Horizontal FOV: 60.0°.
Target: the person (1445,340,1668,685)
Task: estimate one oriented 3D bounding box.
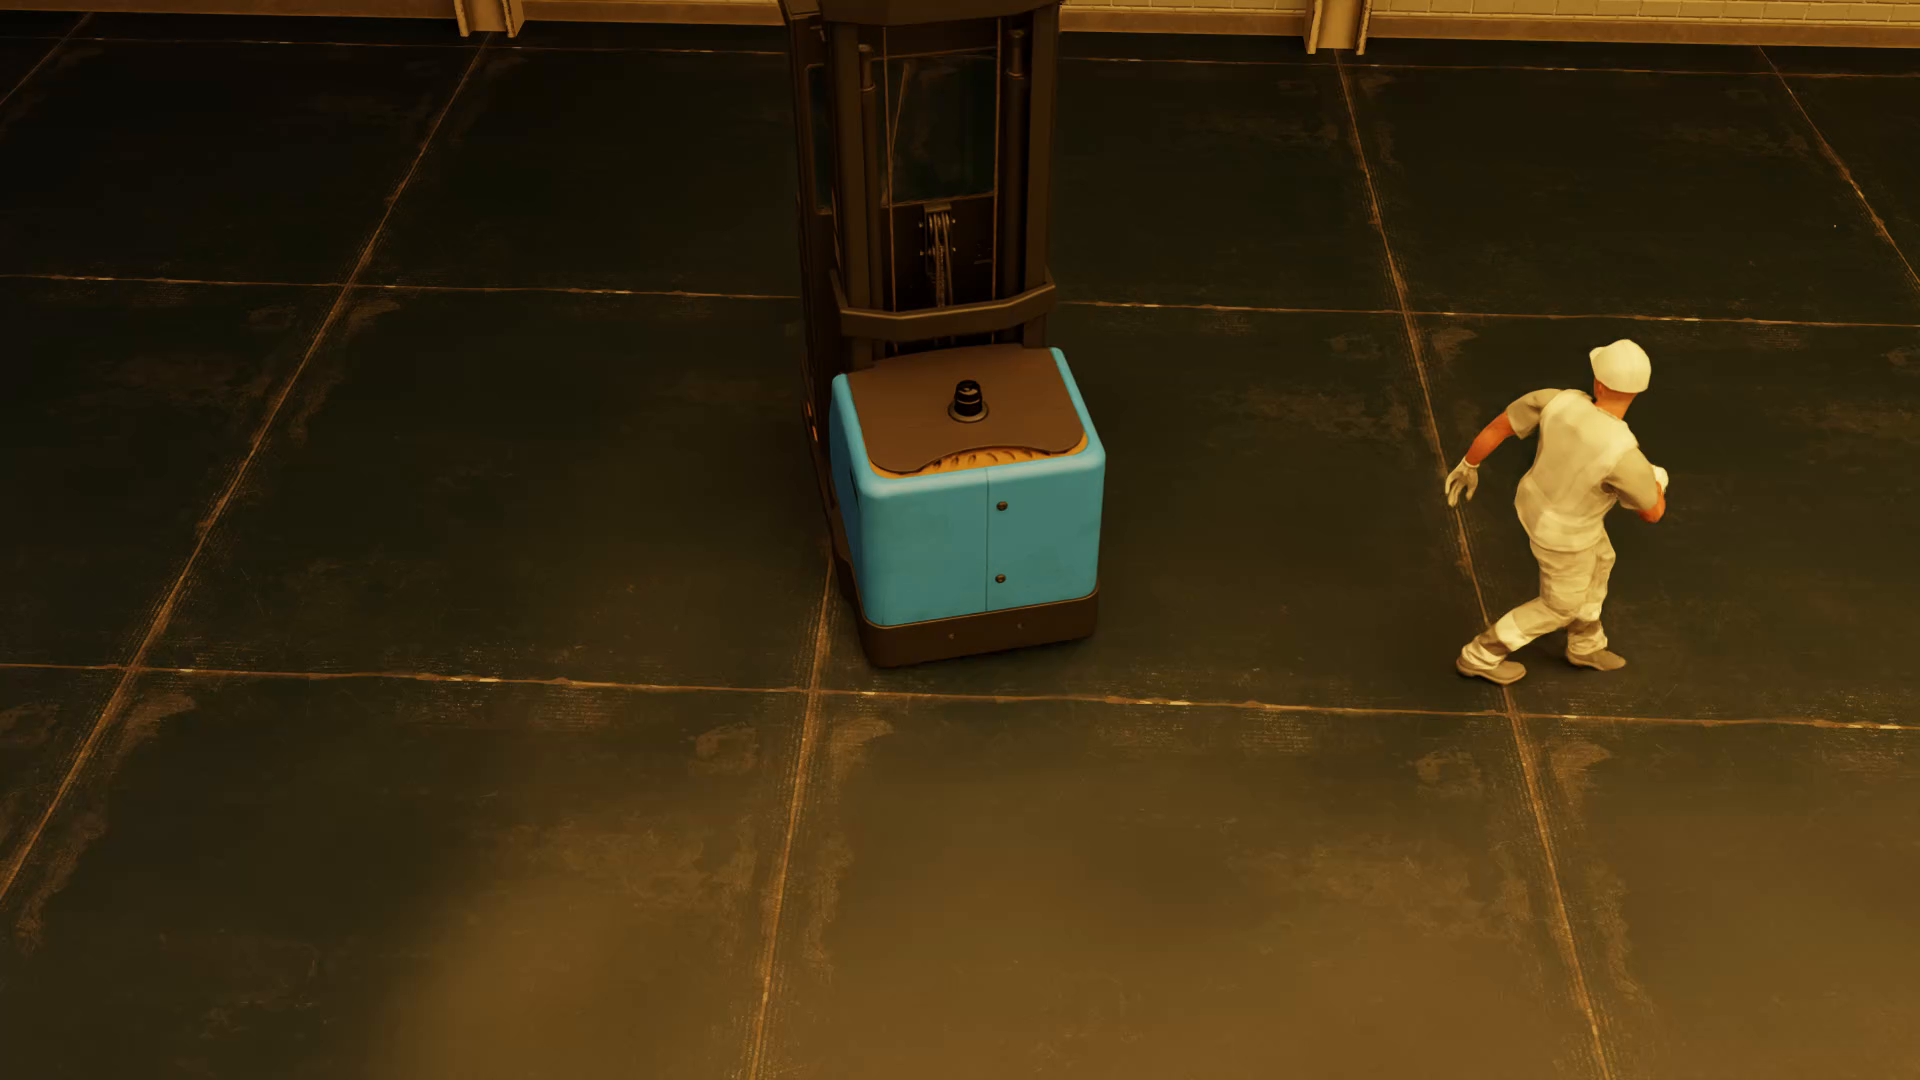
[{"bbox_3d":[2.475,-0.060,6.742,0.935,1.753,0.577,-3,43,-4],"label":"person"}]

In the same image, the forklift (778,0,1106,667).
[{"bbox_3d":[-0.195,-1.537,7.426,1.130,2.935,3.031,-8,43,-9],"label":"forklift"}]
